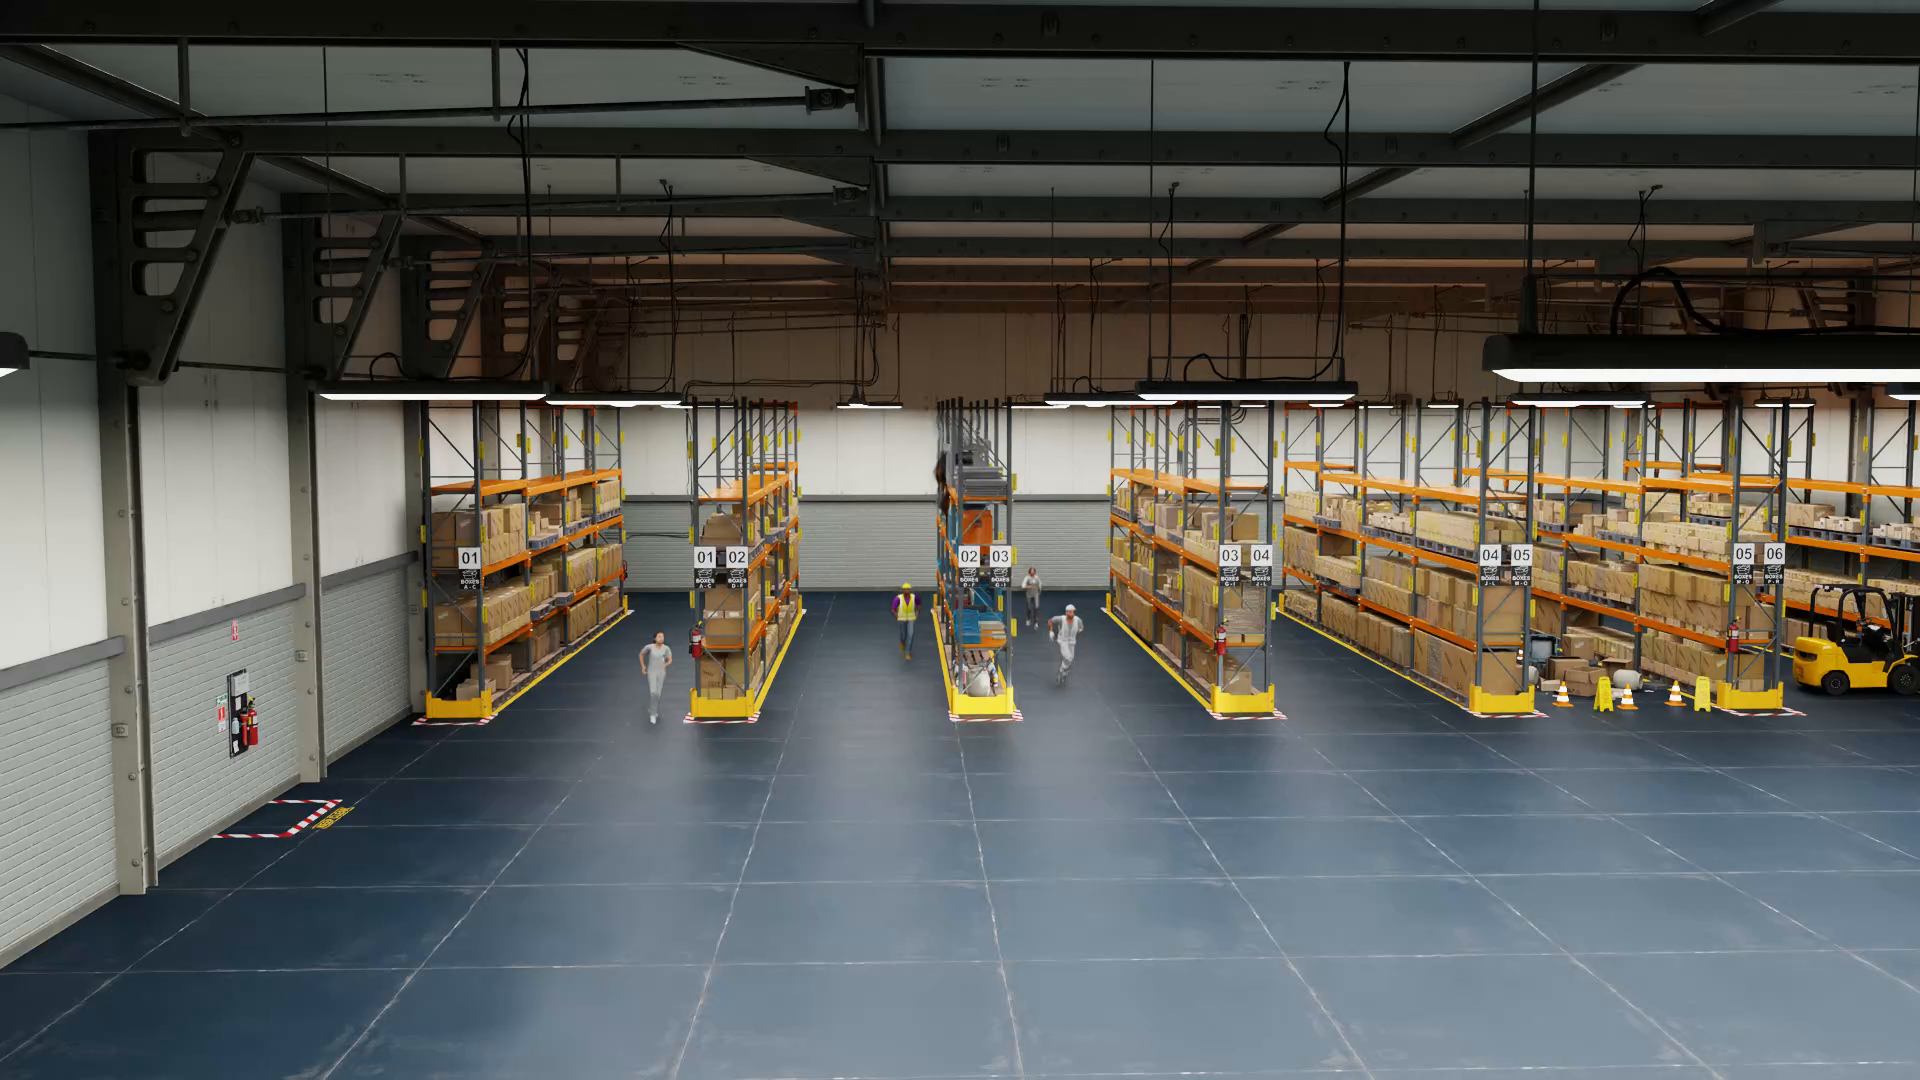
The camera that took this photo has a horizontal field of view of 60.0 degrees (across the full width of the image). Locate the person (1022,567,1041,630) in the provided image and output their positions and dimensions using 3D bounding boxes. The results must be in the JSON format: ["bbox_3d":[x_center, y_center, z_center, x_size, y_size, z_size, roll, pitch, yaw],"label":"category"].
[{"bbox_3d":[1.898,1.522,43.981,0.579,1.643,0.711,-1,4,-11],"label":"person"}]

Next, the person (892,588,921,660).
[{"bbox_3d":[-1.240,1.898,38.776,0.708,1.727,0.824,-1,4,-7],"label":"person"}]

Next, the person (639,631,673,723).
[{"bbox_3d":[-5.646,2.537,30.924,0.578,1.713,0.710,-2,5,-27],"label":"person"}]

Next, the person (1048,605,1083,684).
[{"bbox_3d":[2.199,2.169,34.648,0.643,1.700,0.757,-2,5,-23],"label":"person"}]
